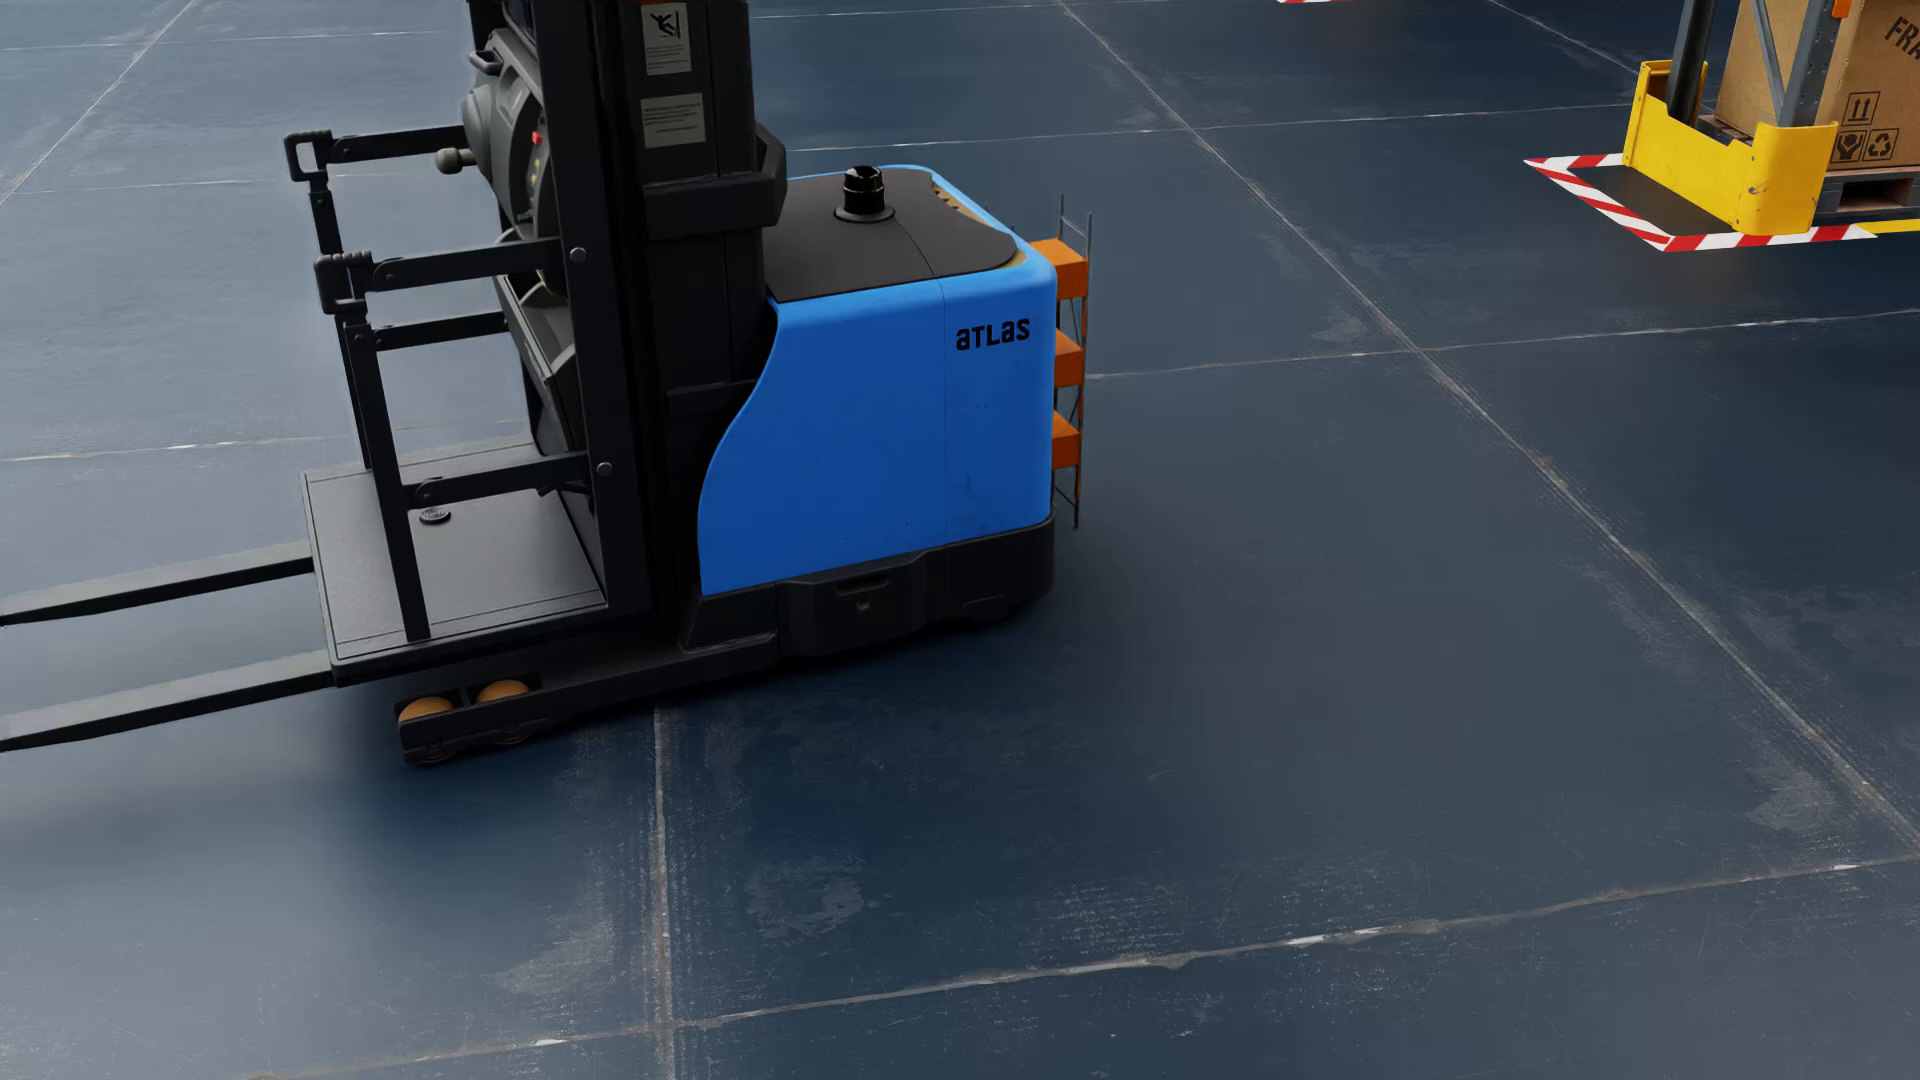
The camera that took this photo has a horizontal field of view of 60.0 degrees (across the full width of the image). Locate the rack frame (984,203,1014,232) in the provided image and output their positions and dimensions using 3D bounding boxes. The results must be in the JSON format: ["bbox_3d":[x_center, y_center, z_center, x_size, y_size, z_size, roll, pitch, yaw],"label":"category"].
[{"bbox_3d":[0.112,-0.482,5.034,0.008,1.050,0.200,-12,33,-20],"label":"rack frame"}]

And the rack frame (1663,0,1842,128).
[{"bbox_3d":[3.691,-2.987,7.371,0.127,3.000,1.000,-5,31,-9],"label":"rack frame"}]

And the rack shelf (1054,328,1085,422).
[{"bbox_3d":[0.224,-0.497,5.081,0.240,0.259,0.215,-12,33,-20],"label":"rack shelf"}]

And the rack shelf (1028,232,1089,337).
[{"bbox_3d":[0.224,-0.742,4.937,0.240,0.259,0.215,-12,33,-20],"label":"rack shelf"}]

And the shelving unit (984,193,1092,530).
[{"bbox_3d":[0.224,-0.506,5.075,0.252,1.050,0.215,-12,33,-20],"label":"shelving unit"}]

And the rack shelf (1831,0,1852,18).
[{"bbox_3d":[5.659,-2.860,7.864,4.000,0.370,1.077,-5,31,-9],"label":"rack shelf"}]

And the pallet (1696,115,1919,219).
[{"bbox_3d":[4.464,-1.897,8.268,1.213,0.211,1.003,-5,31,-9],"label":"pallet"}]

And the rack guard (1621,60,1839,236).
[{"bbox_3d":[3.668,-1.907,8.001,0.348,0.500,1.175,-5,31,-9],"label":"rack guard"}]

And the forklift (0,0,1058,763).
[{"bbox_3d":[-1.293,-0.995,4.051,3.031,2.935,1.130,-12,33,-20],"label":"forklift"}]

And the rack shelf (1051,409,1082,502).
[{"bbox_3d":[0.224,-0.258,5.222,0.240,0.259,0.215,-12,33,-20],"label":"rack shelf"}]

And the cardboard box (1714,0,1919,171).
[{"bbox_3d":[4.346,-2.347,7.964,0.875,0.875,0.875,-5,31,-9],"label":"cardboard box"}]

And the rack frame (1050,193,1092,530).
[{"bbox_3d":[0.336,-0.530,5.116,0.008,1.050,0.200,-12,33,-20],"label":"rack frame"}]
